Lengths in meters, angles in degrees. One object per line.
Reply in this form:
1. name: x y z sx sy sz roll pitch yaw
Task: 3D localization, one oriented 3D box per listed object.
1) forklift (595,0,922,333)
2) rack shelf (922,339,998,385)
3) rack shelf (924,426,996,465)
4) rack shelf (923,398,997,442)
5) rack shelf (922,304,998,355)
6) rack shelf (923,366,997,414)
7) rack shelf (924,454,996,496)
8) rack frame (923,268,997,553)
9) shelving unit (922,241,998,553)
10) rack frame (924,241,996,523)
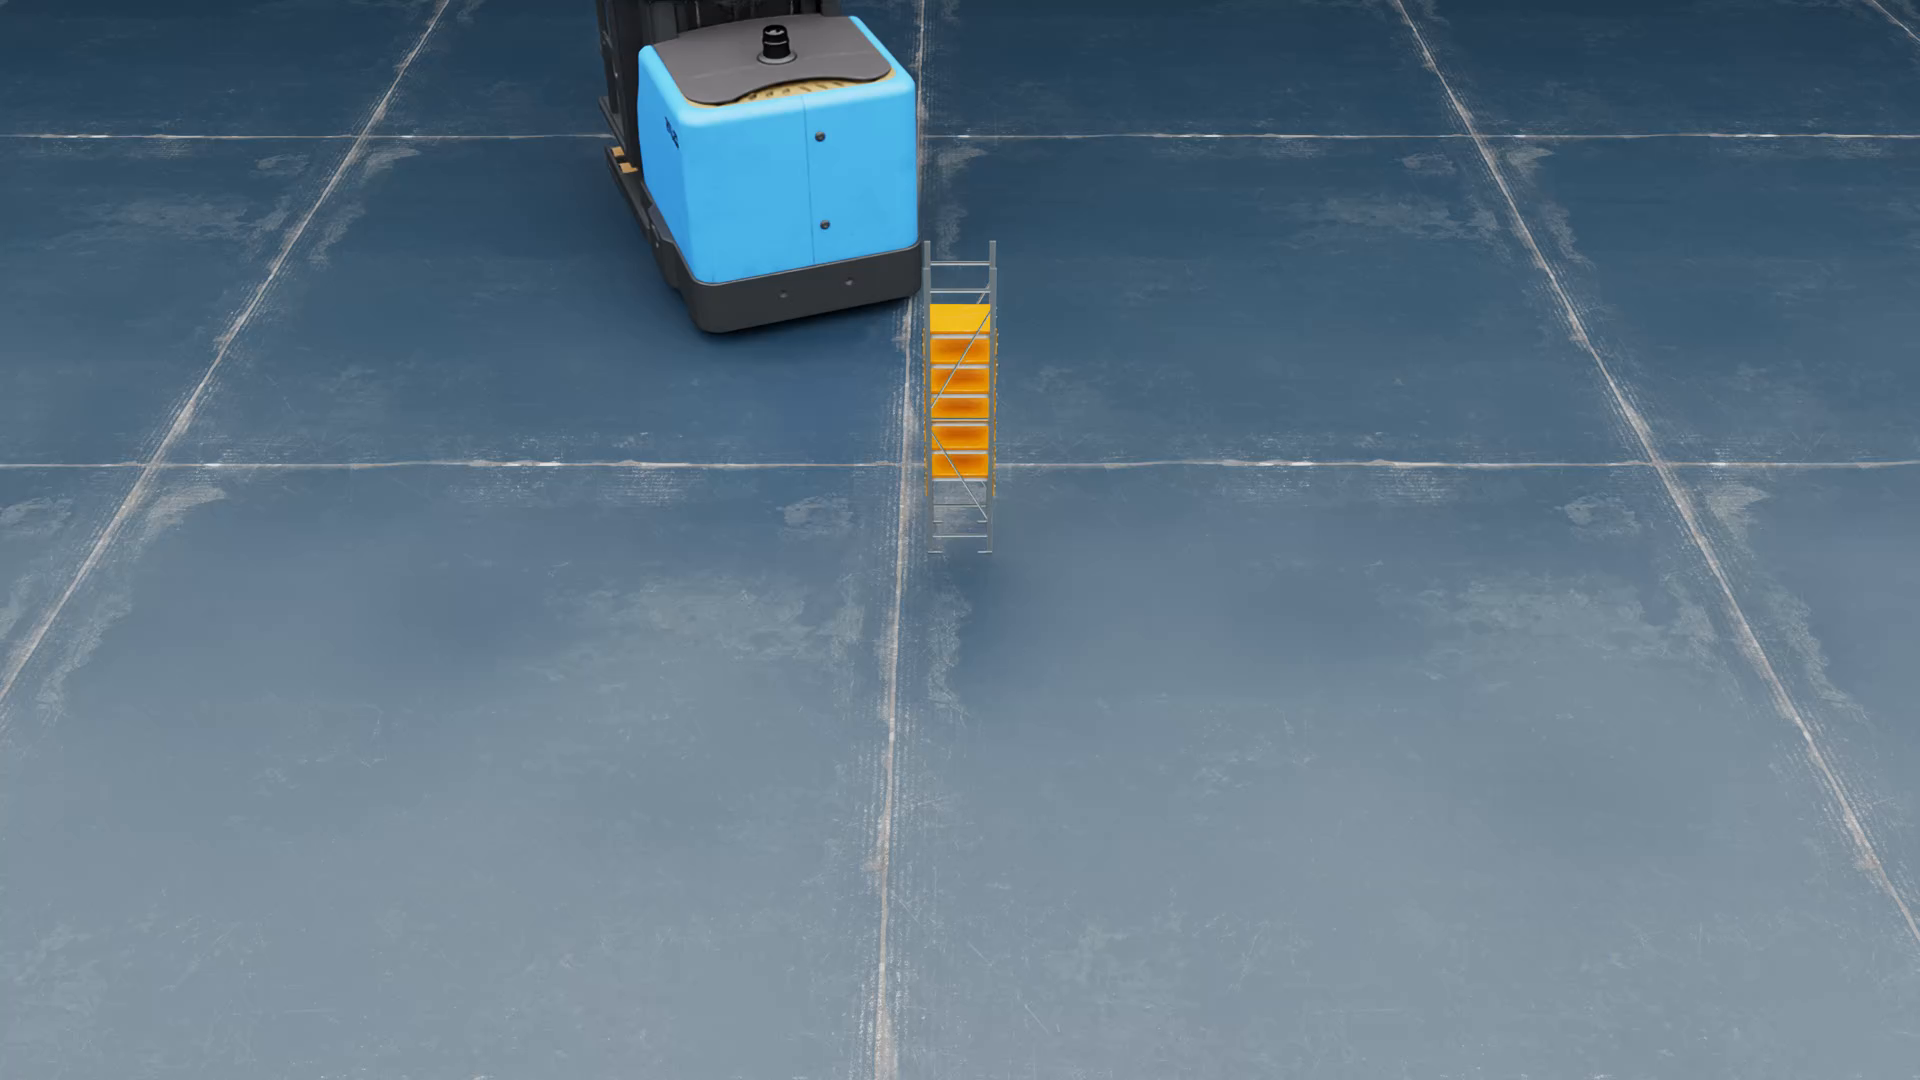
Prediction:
1. forklift: -1.178 -2.974 7.618 1.130 2.935 3.031 -14 41 -16
2. rack shelf: 0.000 -0.630 5.764 0.258 0.103 0.180 0 39 0
3. rack shelf: 0.000 -0.349 5.989 0.258 0.103 0.180 0 39 0
4. rack shelf: 0.000 -0.443 5.914 0.258 0.103 0.180 0 39 0
5. rack shelf: 0.000 -0.724 5.689 0.258 0.103 0.180 0 39 0
6. rack shelf: 0.000 -0.536 5.839 0.258 0.103 0.180 0 39 0
7. rack shelf: 0.000 -0.255 6.064 0.258 0.103 0.180 0 39 0
8. rack frame: 0.000 -0.420 5.815 0.240 1.200 0.006 0 39 0
9. shelving unit: 0.000 -0.477 5.886 0.258 1.200 0.189 0 39 0
10. rack frame: 0.000 -0.534 5.957 0.240 1.200 0.006 0 39 0
